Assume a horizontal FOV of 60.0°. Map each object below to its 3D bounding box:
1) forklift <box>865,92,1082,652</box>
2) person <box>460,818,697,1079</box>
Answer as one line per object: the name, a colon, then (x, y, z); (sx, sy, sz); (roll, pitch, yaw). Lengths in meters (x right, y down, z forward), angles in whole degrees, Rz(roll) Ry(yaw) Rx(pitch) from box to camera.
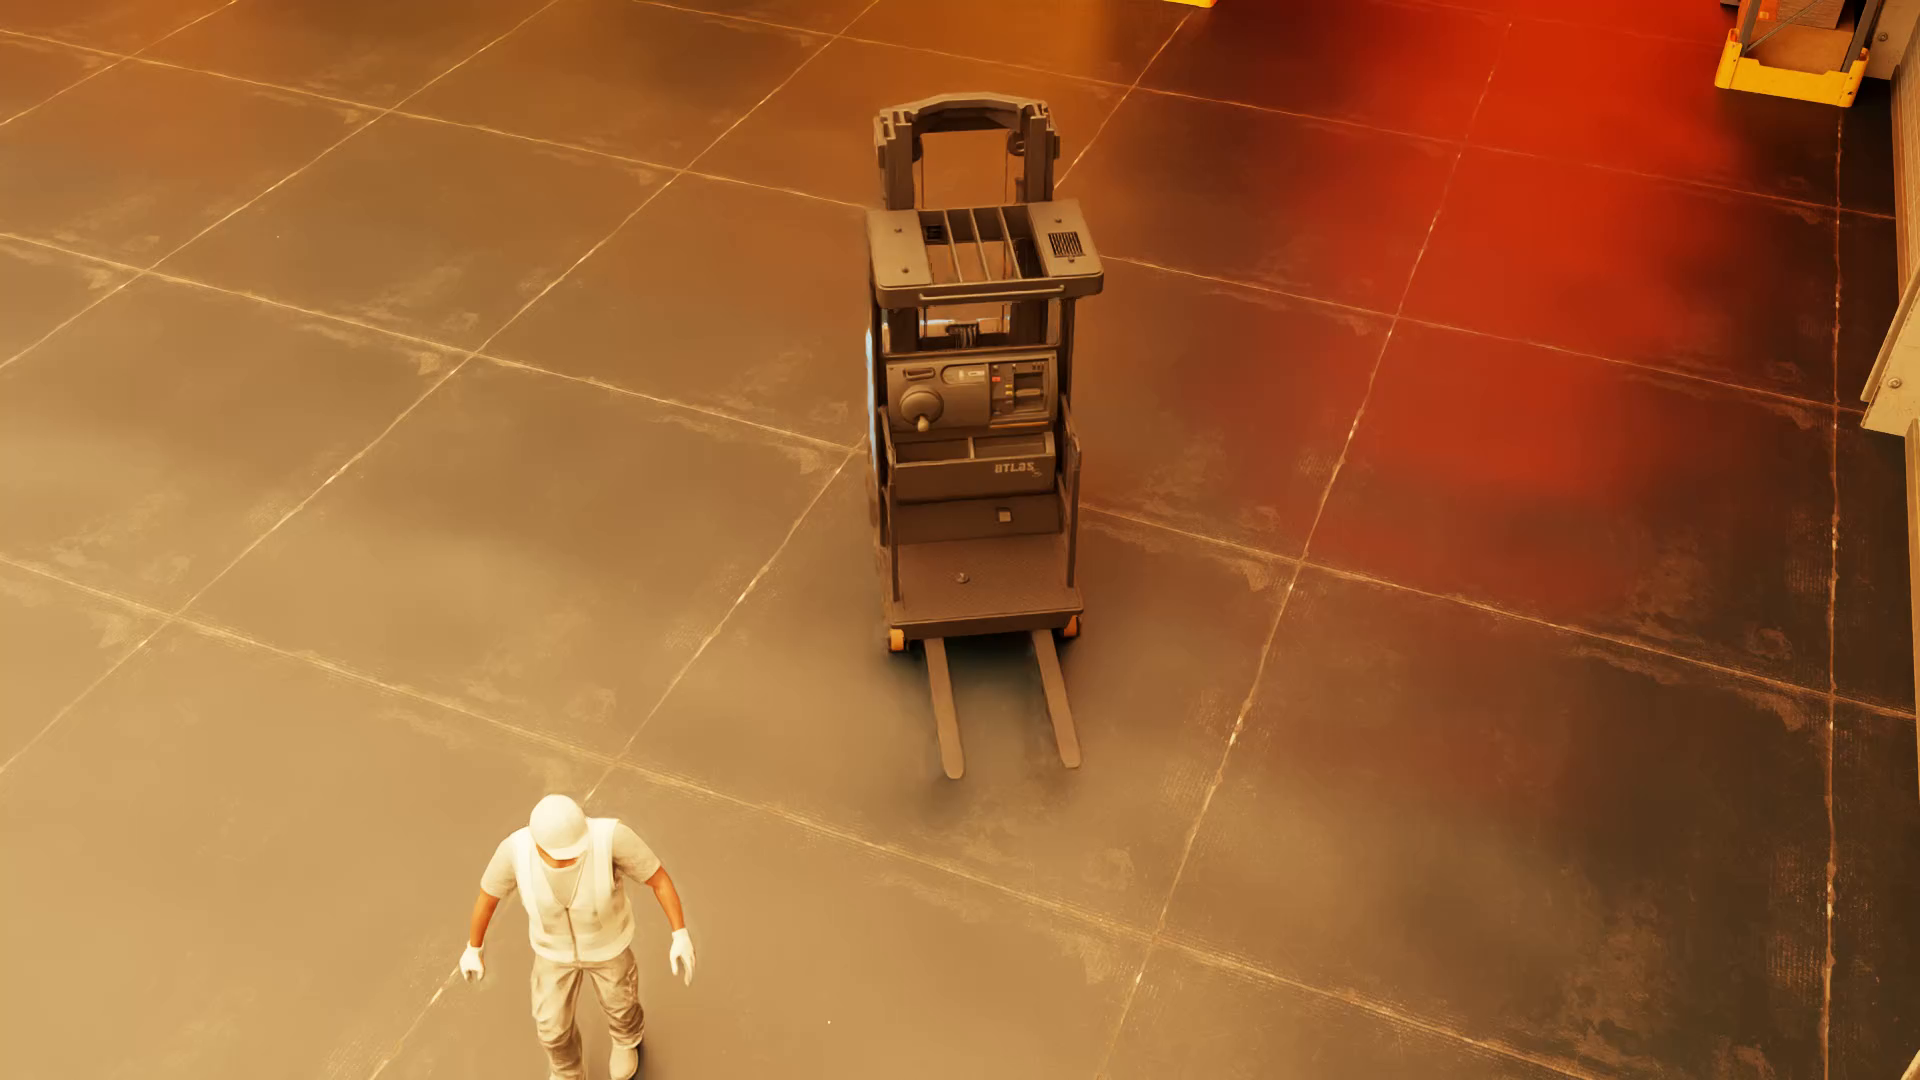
forklift: (0.097, -0.724, 8.872); (1.130, 2.935, 3.031); (-4, 40, -5)
person: (-1.568, 1.772, 6.926); (0.998, 1.697, 0.532); (-2, 40, -3)
